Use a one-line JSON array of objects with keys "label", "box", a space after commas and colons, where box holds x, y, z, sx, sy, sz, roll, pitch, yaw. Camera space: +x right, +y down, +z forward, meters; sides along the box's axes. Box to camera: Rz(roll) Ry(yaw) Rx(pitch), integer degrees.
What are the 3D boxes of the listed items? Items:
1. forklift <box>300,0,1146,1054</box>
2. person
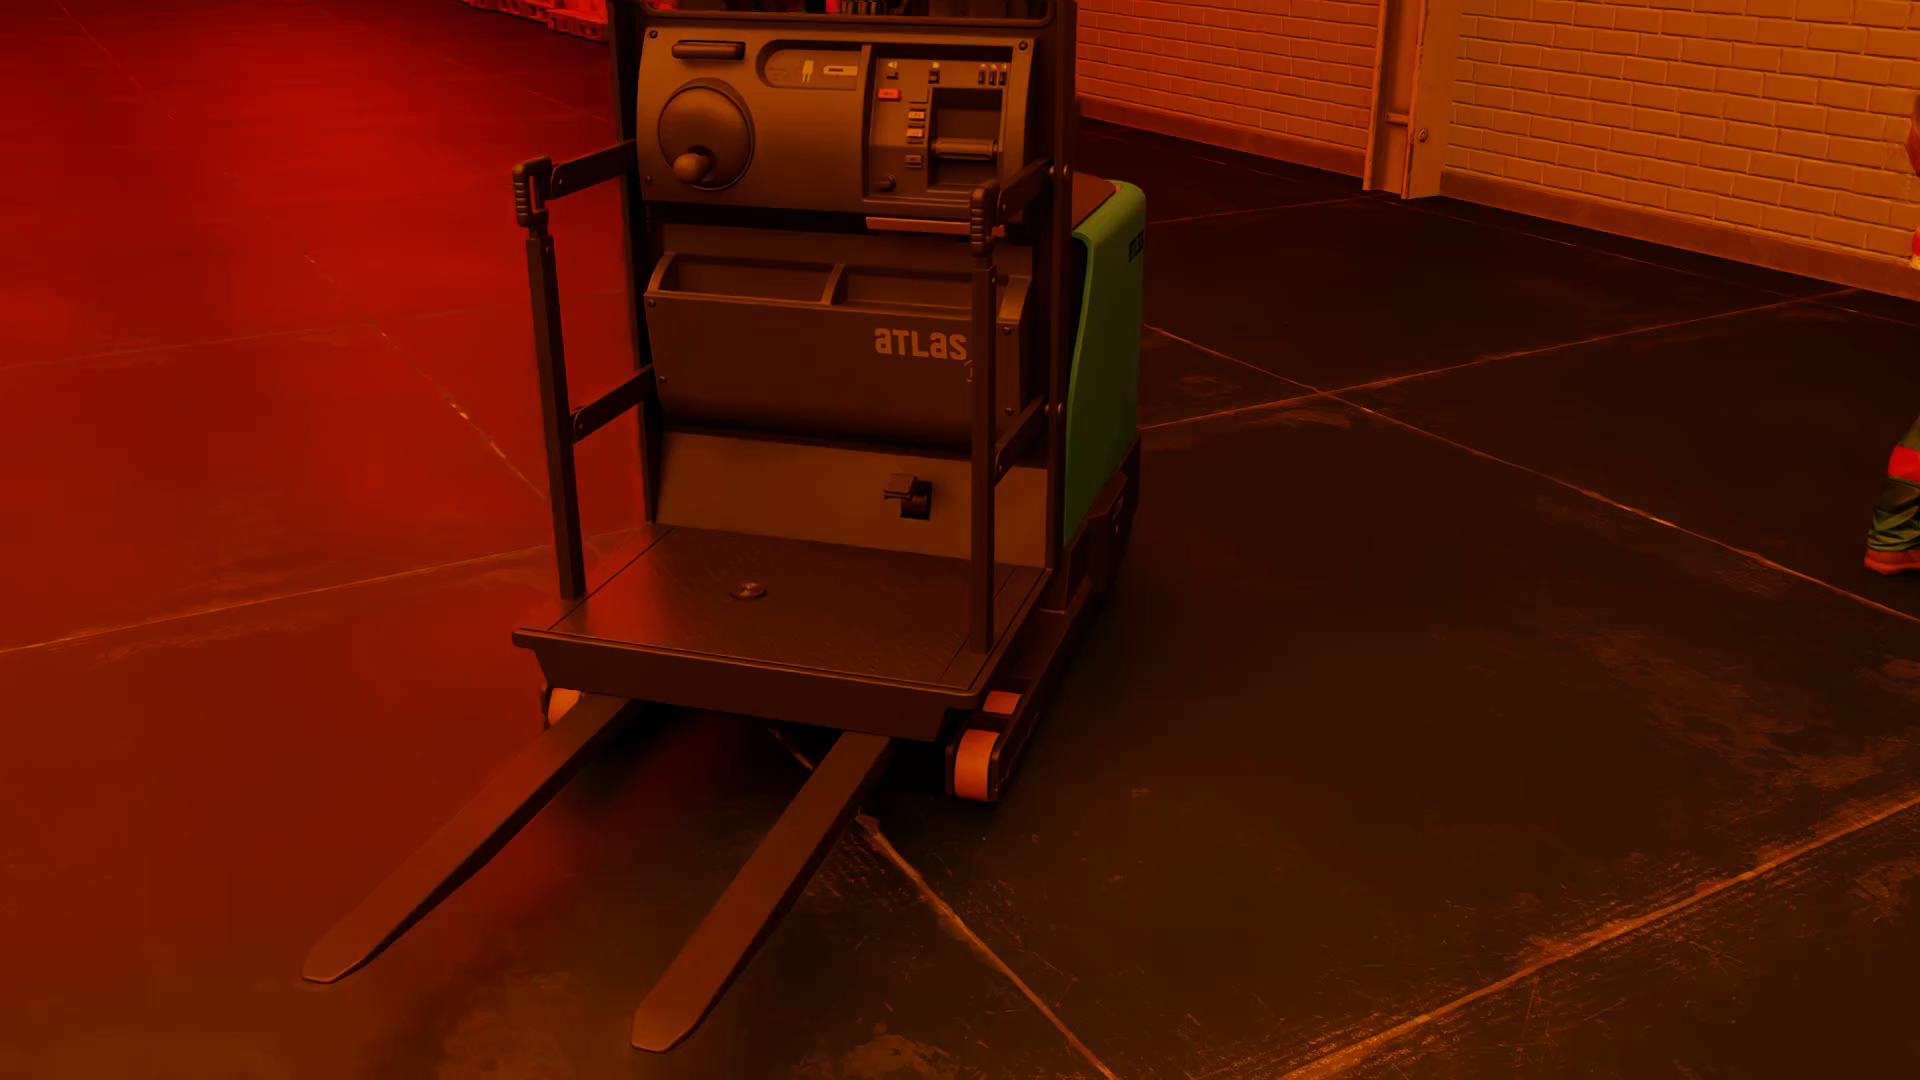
[{"label": "forklift", "box": [-0.351, -0.937, 3.556, 1.130, 2.935, 3.031, 6, 23, 15]}, {"label": "person", "box": [2.877, -0.703, 4.577, 0.478, 1.797, 0.944, -2, 22, -5]}]
